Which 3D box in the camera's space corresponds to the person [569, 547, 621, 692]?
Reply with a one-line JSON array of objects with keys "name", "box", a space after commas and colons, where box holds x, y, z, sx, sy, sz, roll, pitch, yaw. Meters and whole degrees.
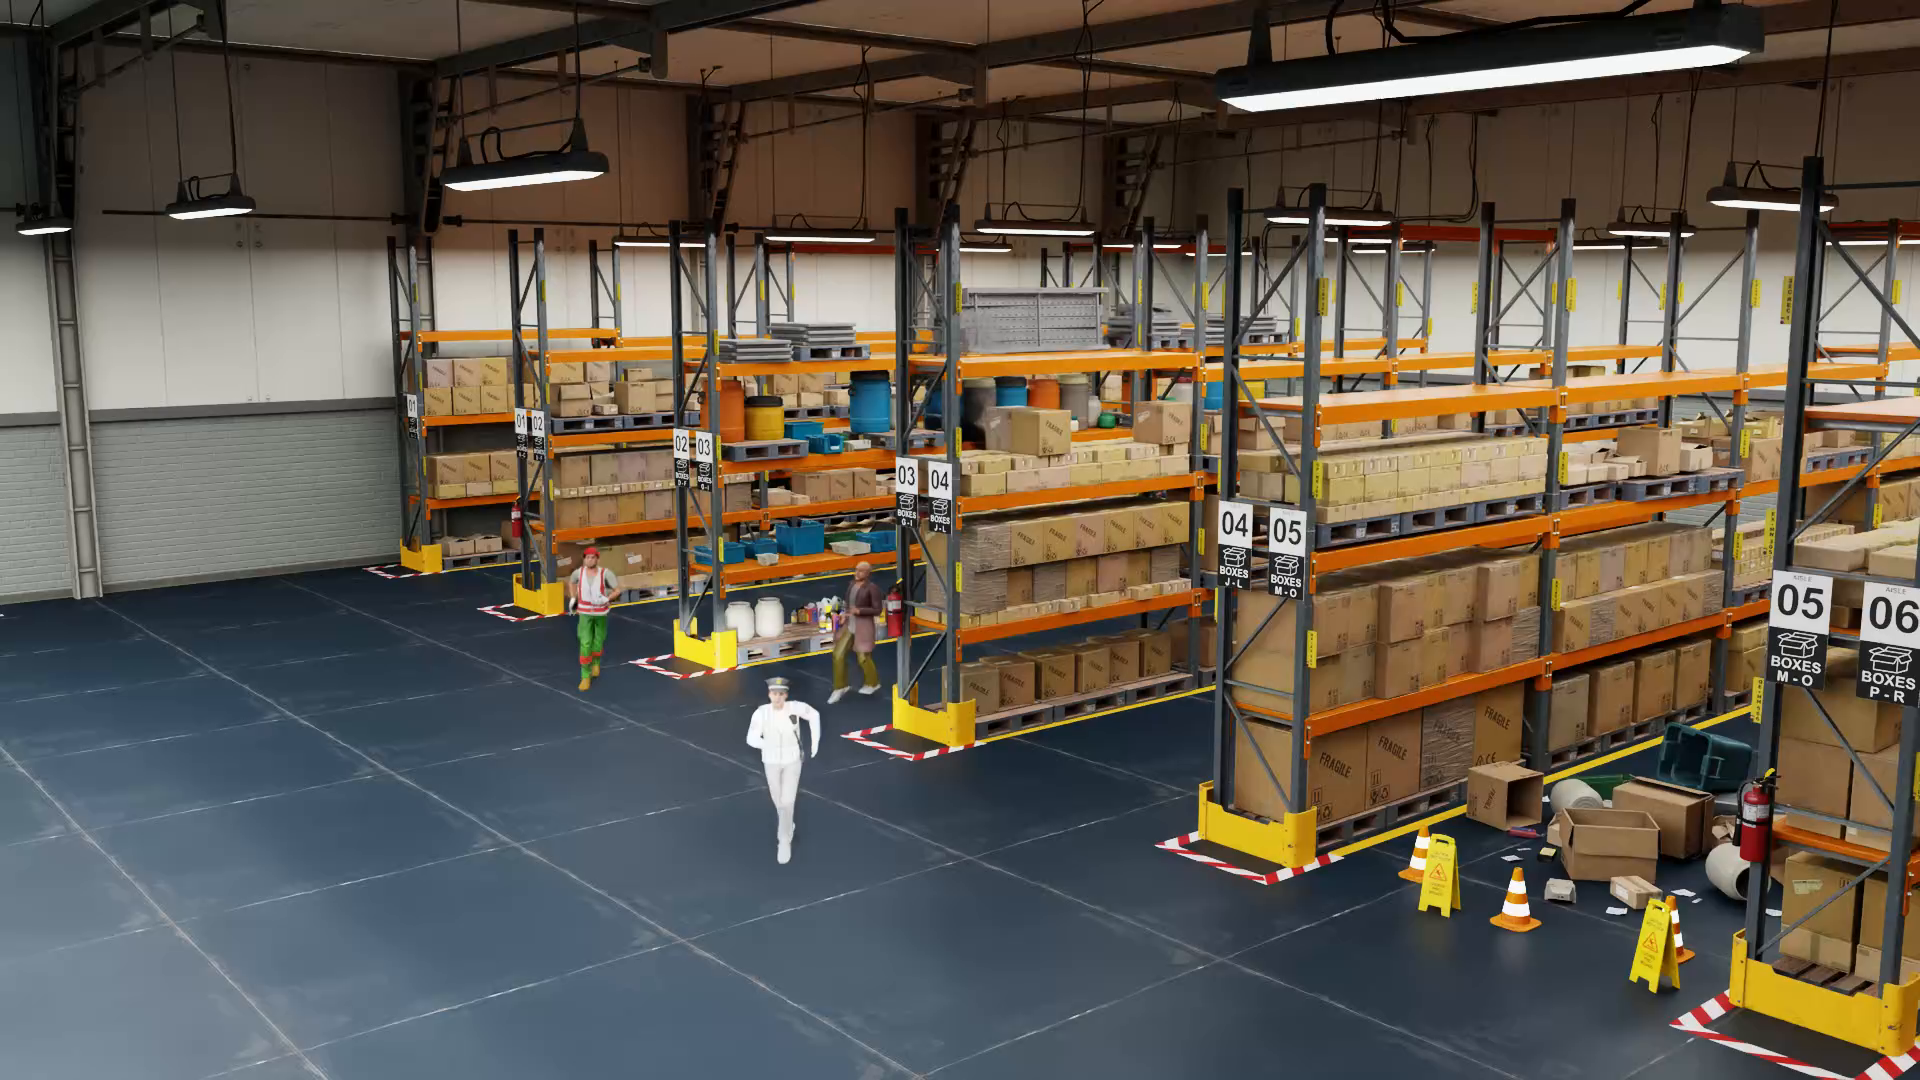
[{"name": "person", "box": [-4.728, 0.979, 21.559, 0.669, 1.823, 0.845, -1, 9, -10]}]

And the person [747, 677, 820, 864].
[{"name": "person", "box": [-1.595, 2.040, 15.088, 0.639, 1.701, 0.810, 0, 9, 0]}]

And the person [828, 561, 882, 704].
[{"name": "person", "box": [-1.227, 1.252, 20.657, 0.704, 1.618, 0.842, 6, 11, 36]}]
